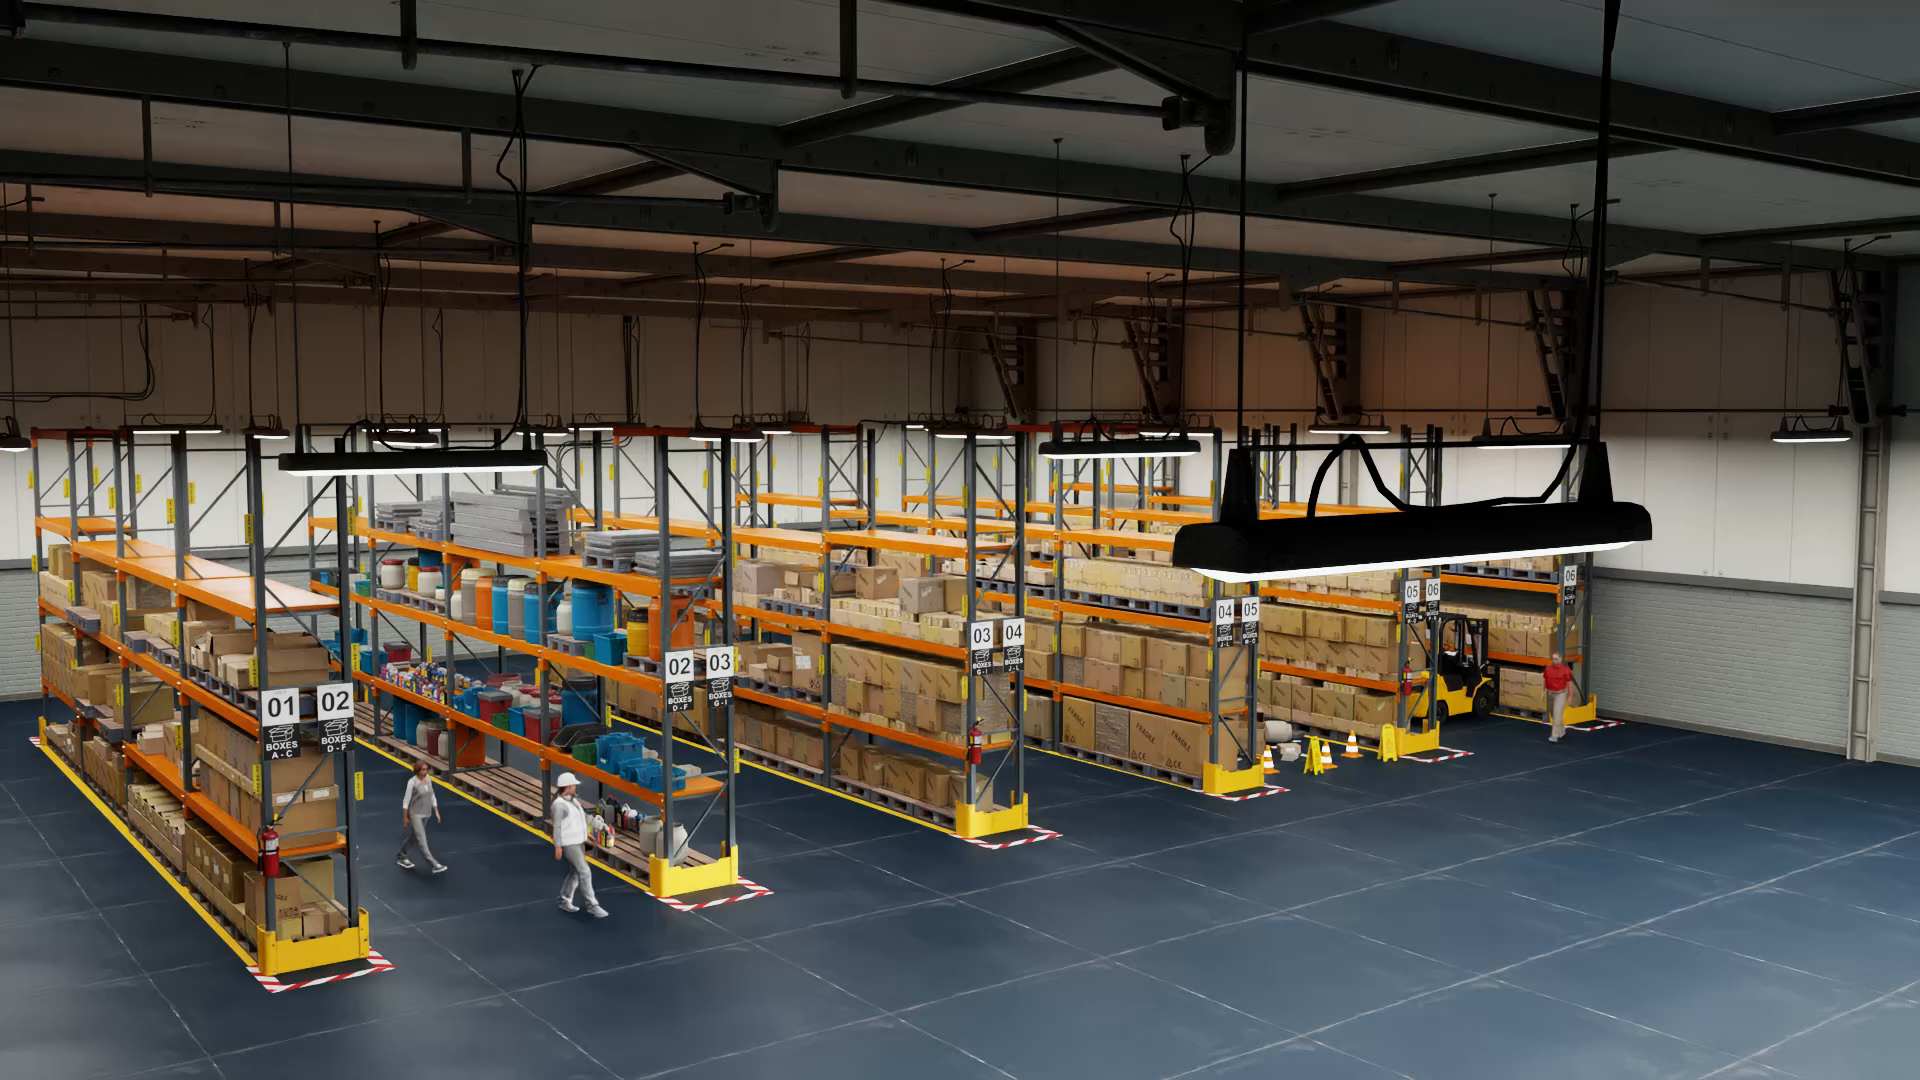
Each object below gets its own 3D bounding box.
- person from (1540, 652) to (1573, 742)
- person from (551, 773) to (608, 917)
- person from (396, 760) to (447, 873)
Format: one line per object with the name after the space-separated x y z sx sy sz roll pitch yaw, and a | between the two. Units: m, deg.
11.398 2.991 31.829 0.873 1.702 0.543 -3 5 -34 | person
-4.732 3.824 20.904 0.758 1.779 0.566 1 5 9 | person
-7.323 3.766 22.672 1.021 1.517 0.430 2 5 21 | person
